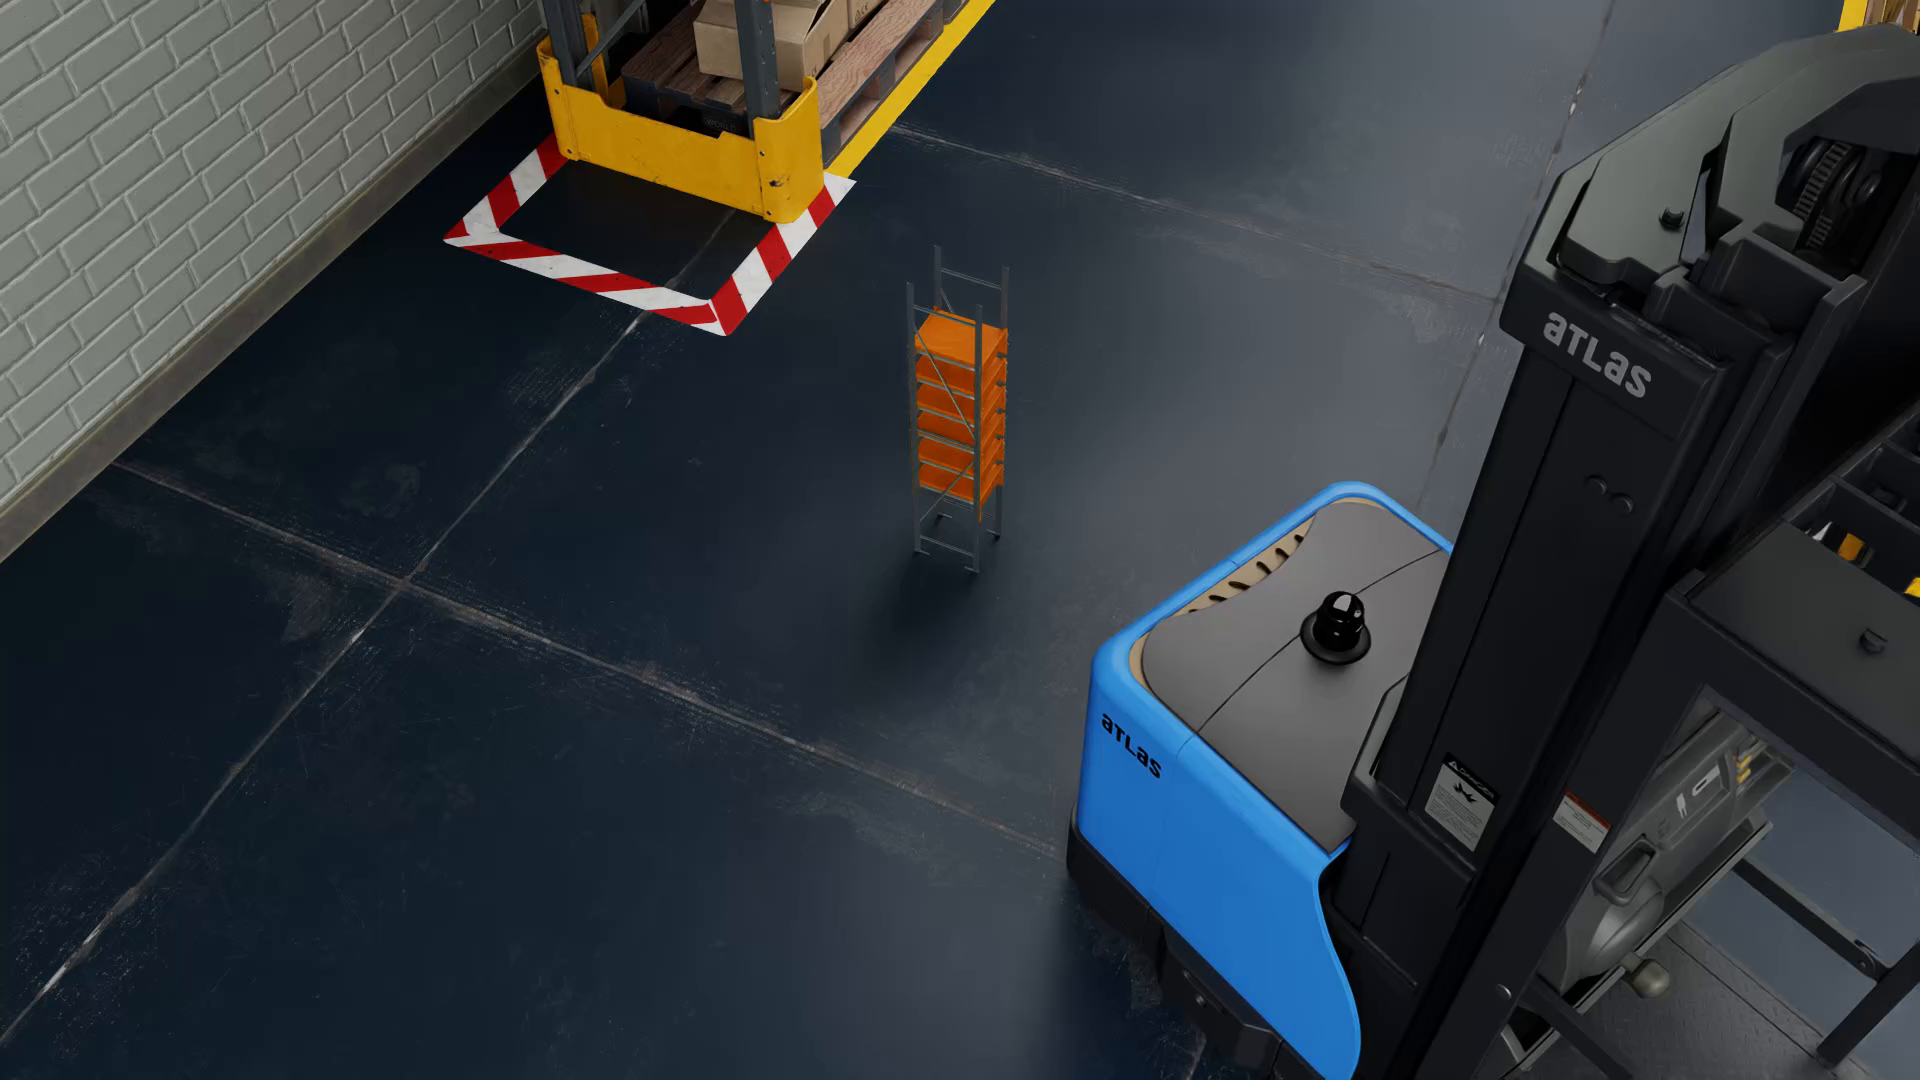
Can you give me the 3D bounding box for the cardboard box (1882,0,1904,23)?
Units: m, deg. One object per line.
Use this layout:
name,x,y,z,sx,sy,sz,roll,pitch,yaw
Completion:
cardboard box,4.095,-2.243,6.726,0.500,0.500,0.500,20,52,16

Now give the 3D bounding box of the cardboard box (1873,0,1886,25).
cardboard box,4.095,-2.000,7.012,0.500,0.250,0.500,20,52,16

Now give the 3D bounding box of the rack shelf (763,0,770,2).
rack shelf,-0.331,-3.660,7.367,1.077,0.370,4.000,20,52,16

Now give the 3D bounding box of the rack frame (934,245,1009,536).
rack frame,0.033,-0.442,5.338,0.240,1.200,0.006,20,52,16

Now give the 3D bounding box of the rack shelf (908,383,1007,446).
rack shelf,-0.006,-0.428,5.227,0.258,0.103,0.180,20,52,16

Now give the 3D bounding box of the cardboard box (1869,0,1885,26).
cardboard box,4.313,-2.343,7.303,0.500,0.250,0.500,20,52,16

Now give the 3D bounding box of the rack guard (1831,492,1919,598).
rack guard,3.284,-0.080,5.490,1.175,0.500,0.348,20,52,16

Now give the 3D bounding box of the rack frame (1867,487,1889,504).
rack frame,3.295,-0.906,4.552,1.000,3.000,0.127,20,52,16

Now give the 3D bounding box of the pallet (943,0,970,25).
pallet,-0.252,-3.049,8.206,1.003,0.211,1.213,20,52,16

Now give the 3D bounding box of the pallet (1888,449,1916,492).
pallet,3.583,-0.543,6.073,1.003,0.211,1.213,20,52,16

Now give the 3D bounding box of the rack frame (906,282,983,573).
rack frame,-0.045,-0.316,5.231,0.240,1.200,0.006,20,52,16

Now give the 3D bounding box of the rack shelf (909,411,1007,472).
rack shelf,-0.006,-0.350,5.318,0.258,0.103,0.180,20,52,16

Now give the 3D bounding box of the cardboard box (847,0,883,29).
cardboard box,-0.565,-2.627,7.492,0.500,0.311,0.500,24,54,19

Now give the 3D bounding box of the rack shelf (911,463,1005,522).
rack shelf,-0.006,-0.195,5.501,0.258,0.103,0.180,20,52,16

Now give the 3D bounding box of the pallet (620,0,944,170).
pallet,-0.774,-2.212,7.494,1.003,0.211,1.213,20,52,16

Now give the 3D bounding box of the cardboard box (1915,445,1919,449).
cardboard box,3.257,-0.617,5.835,0.500,0.250,0.500,20,52,16

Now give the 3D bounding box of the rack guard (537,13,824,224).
rack guard,-1.153,-1.758,6.918,1.175,0.500,0.348,20,52,16

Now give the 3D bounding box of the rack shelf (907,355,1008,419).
rack shelf,-0.006,-0.506,5.136,0.258,0.103,0.180,20,52,16

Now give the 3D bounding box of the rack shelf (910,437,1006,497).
rack shelf,-0.006,-0.272,5.410,0.258,0.103,0.180,20,52,16

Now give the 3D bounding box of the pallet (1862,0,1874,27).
pallet,4.626,-2.223,7.503,1.003,0.211,1.213,20,52,16

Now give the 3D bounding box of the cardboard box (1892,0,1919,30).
cardboard box,3.883,-1.898,6.433,0.500,0.500,0.500,20,52,16

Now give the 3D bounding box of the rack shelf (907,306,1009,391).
rack shelf,-0.006,-0.583,5.044,0.258,0.103,0.180,20,52,16

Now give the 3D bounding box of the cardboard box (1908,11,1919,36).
cardboard box,3.669,-1.554,6.140,0.500,0.500,0.500,20,52,16

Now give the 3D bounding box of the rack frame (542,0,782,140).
rack frame,-1.186,-2.516,5.921,1.000,3.000,0.127,20,52,16

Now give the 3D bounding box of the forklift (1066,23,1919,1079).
forklift,1.636,0.659,3.264,1.130,2.935,3.031,-32,57,-24

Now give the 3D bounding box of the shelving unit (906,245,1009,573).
shelving unit,-0.006,-0.379,5.285,0.258,1.200,0.189,20,52,16

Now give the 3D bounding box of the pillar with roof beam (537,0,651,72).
pillar with roof beam,2.223,-3.823,3.094,9.100,9.000,0.400,20,52,16

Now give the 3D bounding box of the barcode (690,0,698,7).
barcode,-1.163,-2.380,7.276,0.001,0.075,0.075,20,52,16

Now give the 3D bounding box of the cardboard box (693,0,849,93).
cardboard box,-0.809,-2.234,7.158,0.500,0.311,0.500,14,51,12
